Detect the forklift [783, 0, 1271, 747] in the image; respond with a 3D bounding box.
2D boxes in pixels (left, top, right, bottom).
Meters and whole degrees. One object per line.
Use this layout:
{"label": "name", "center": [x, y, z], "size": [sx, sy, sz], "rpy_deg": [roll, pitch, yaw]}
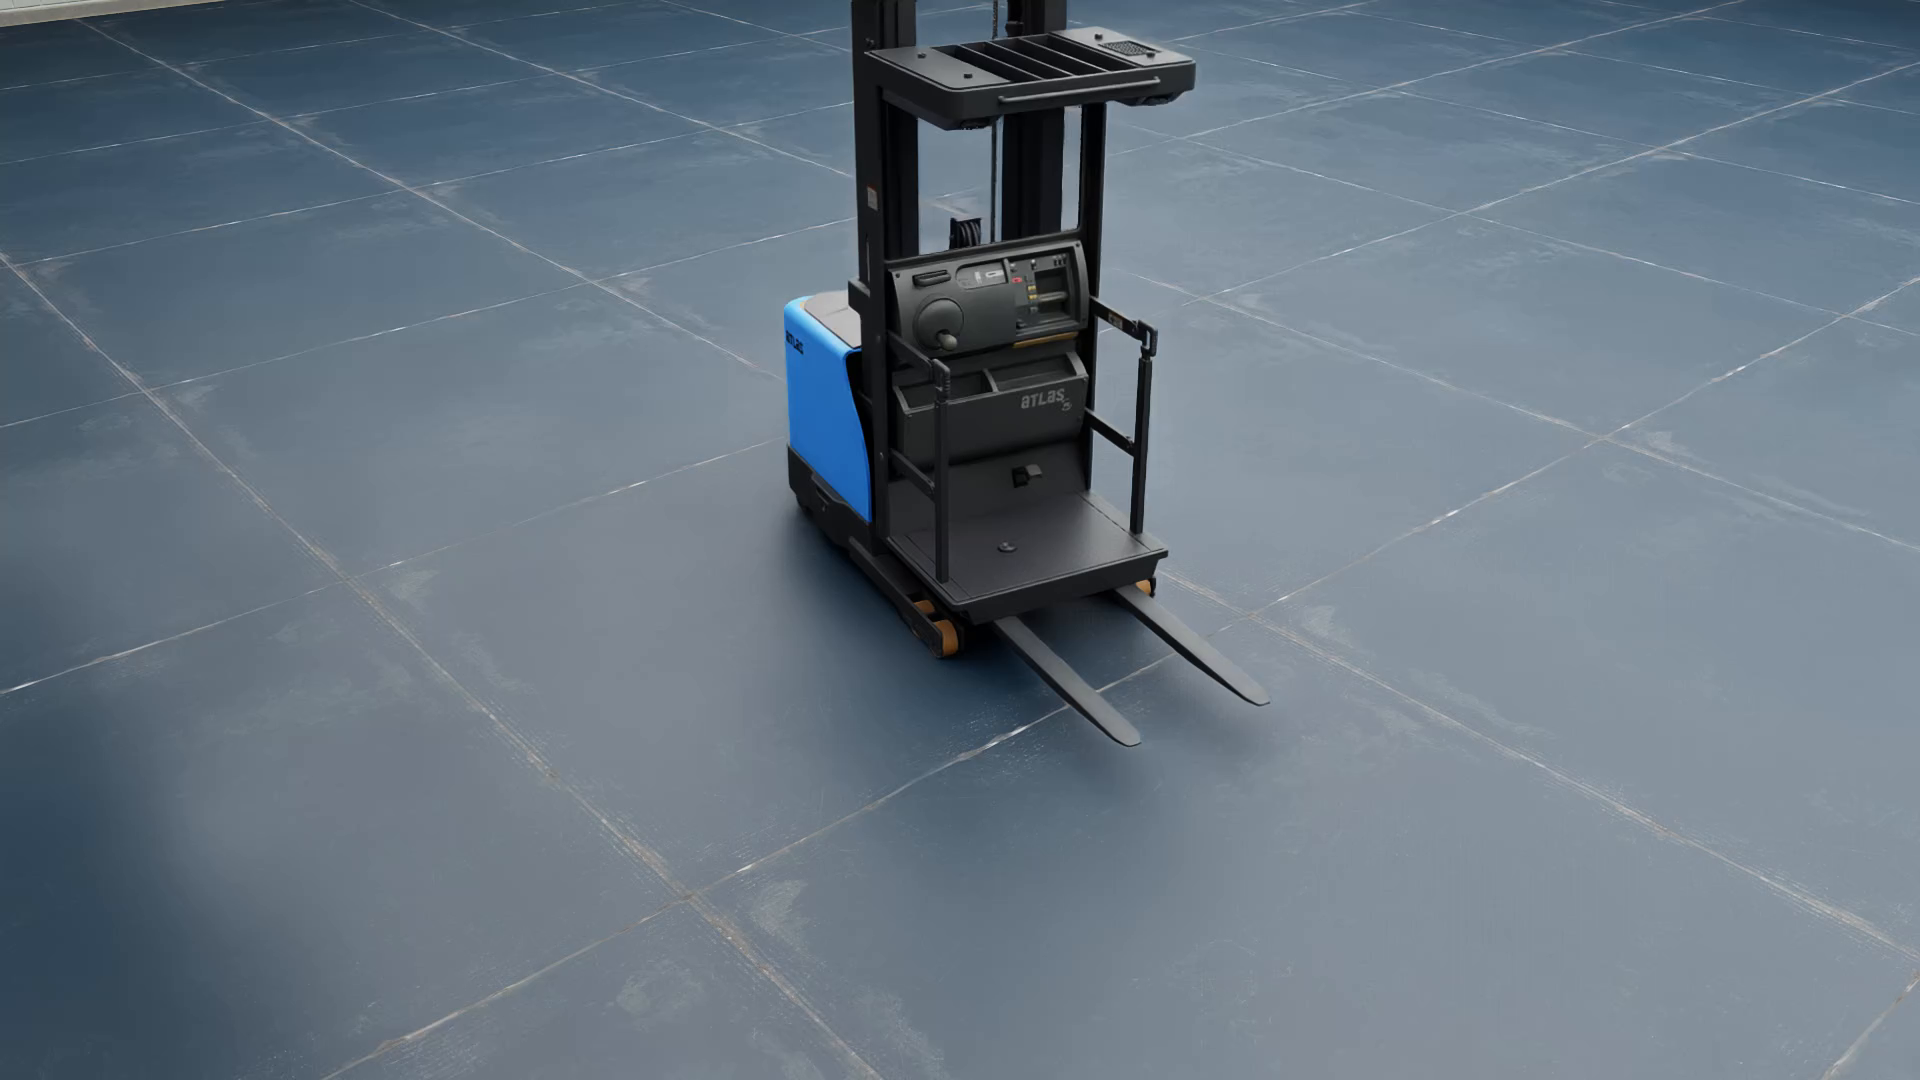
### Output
{"label": "forklift", "center": [0.239, -1.018, 7.045], "size": [1.130, 2.935, 3.031], "rpy_deg": [-14, 31, -24]}
